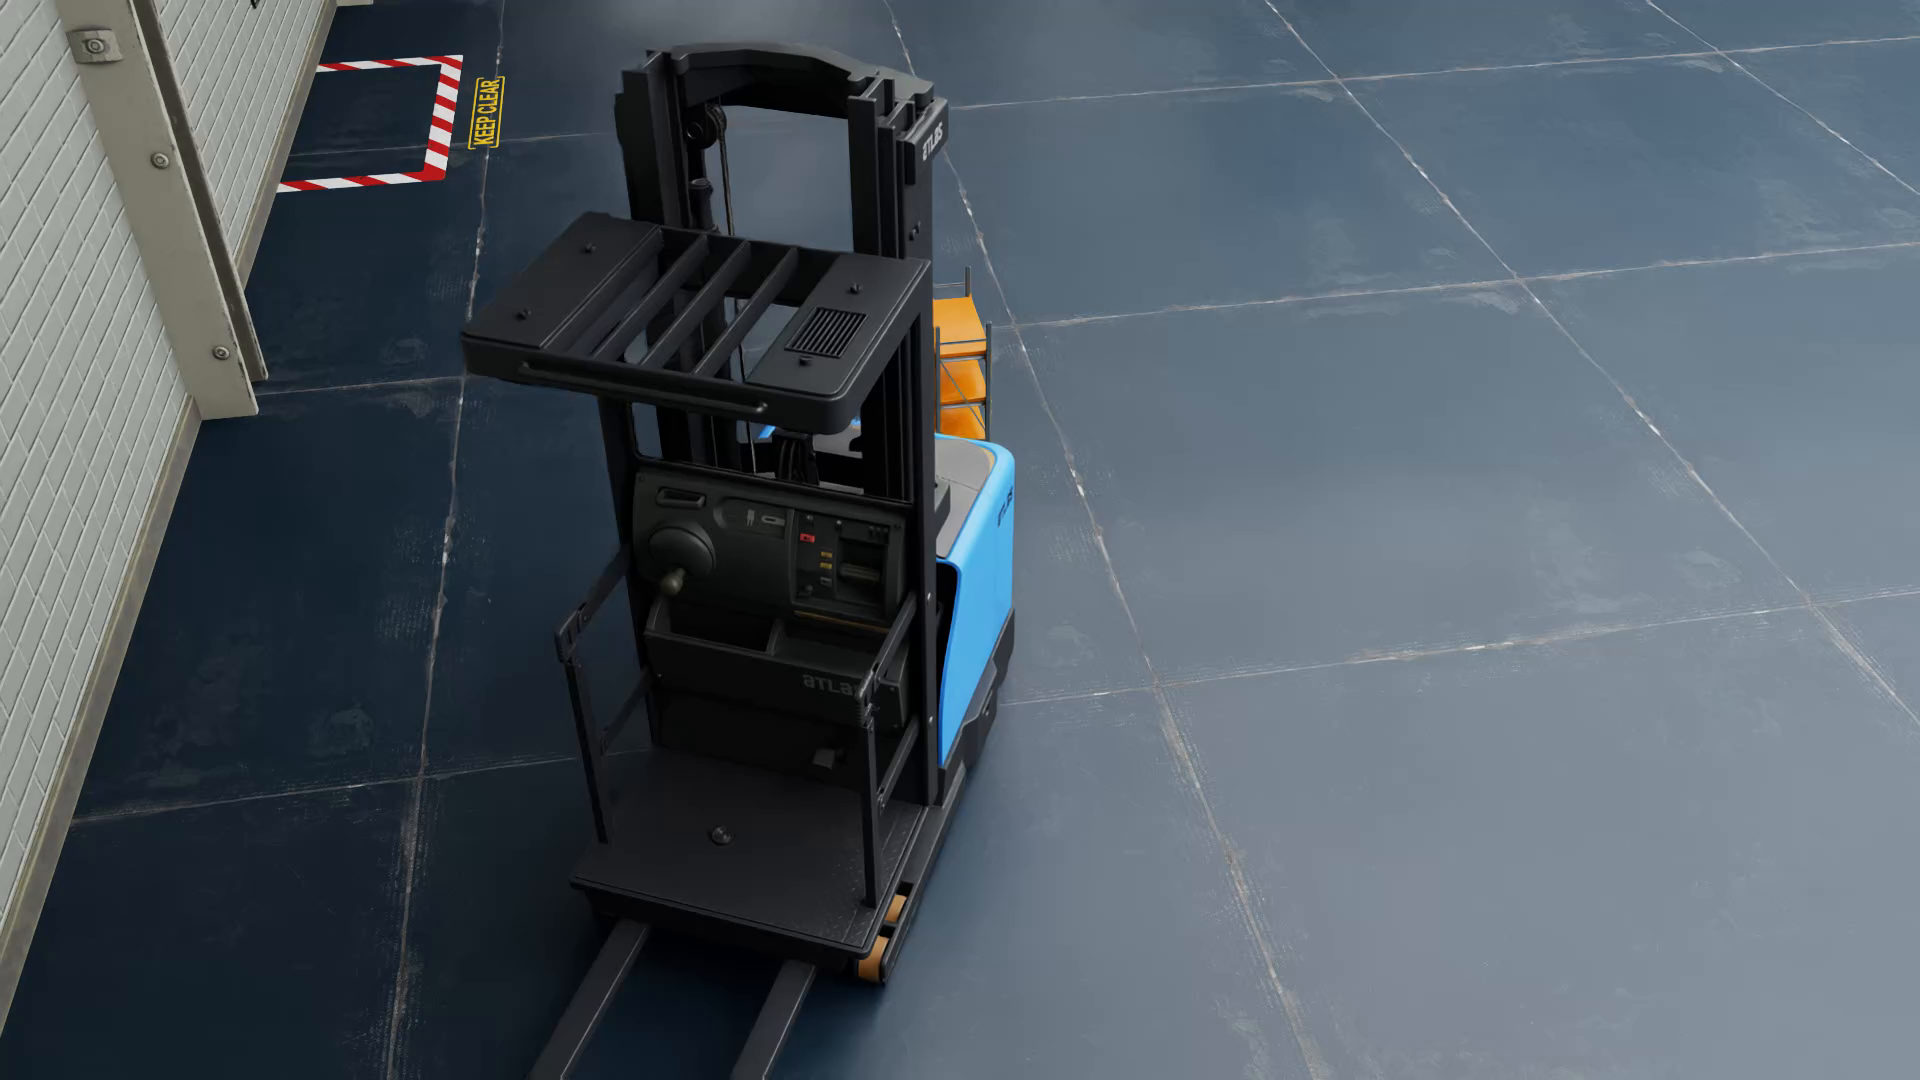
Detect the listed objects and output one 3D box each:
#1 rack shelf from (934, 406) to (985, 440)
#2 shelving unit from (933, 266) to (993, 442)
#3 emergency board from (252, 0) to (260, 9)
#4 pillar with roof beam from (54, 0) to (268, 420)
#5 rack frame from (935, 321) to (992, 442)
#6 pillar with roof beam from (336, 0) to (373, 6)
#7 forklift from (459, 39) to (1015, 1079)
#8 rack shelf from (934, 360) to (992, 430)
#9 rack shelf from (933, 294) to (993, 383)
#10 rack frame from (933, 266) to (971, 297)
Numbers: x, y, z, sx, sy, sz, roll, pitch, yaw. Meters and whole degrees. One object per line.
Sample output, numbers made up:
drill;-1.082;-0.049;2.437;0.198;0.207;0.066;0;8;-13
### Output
rack shelf;-0.029;-0.521;7.552;0.258;0.148;0.480;-6;38;-8
shelving unit;-0.029;-0.574;7.511;0.258;1.200;0.503;-6;38;-8
emergency board;-4.487;-4.054;10.523;0.157;1.169;0.626;-6;38;-8
pillar with roof beam;0.424;-4.766;6.550;9.100;9.000;0.400;-6;38;-8
rack frame;0.014;-0.426;7.321;0.240;1.200;0.015;-6;38;-8
pillar with roof beam;-0.628;-8.390;11.215;9.100;9.000;0.400;-6;38;-8
forklift;-0.687;0.102;5.230;1.130;2.935;3.031;11;39;13
rack shelf;-0.029;-0.697;7.415;0.258;0.148;0.480;-6;38;-8
rack shelf;-0.029;-0.884;7.270;0.258;0.148;0.480;-6;38;-8
rack frame;-0.072;-0.721;7.700;0.240;1.200;0.015;-6;38;-8
